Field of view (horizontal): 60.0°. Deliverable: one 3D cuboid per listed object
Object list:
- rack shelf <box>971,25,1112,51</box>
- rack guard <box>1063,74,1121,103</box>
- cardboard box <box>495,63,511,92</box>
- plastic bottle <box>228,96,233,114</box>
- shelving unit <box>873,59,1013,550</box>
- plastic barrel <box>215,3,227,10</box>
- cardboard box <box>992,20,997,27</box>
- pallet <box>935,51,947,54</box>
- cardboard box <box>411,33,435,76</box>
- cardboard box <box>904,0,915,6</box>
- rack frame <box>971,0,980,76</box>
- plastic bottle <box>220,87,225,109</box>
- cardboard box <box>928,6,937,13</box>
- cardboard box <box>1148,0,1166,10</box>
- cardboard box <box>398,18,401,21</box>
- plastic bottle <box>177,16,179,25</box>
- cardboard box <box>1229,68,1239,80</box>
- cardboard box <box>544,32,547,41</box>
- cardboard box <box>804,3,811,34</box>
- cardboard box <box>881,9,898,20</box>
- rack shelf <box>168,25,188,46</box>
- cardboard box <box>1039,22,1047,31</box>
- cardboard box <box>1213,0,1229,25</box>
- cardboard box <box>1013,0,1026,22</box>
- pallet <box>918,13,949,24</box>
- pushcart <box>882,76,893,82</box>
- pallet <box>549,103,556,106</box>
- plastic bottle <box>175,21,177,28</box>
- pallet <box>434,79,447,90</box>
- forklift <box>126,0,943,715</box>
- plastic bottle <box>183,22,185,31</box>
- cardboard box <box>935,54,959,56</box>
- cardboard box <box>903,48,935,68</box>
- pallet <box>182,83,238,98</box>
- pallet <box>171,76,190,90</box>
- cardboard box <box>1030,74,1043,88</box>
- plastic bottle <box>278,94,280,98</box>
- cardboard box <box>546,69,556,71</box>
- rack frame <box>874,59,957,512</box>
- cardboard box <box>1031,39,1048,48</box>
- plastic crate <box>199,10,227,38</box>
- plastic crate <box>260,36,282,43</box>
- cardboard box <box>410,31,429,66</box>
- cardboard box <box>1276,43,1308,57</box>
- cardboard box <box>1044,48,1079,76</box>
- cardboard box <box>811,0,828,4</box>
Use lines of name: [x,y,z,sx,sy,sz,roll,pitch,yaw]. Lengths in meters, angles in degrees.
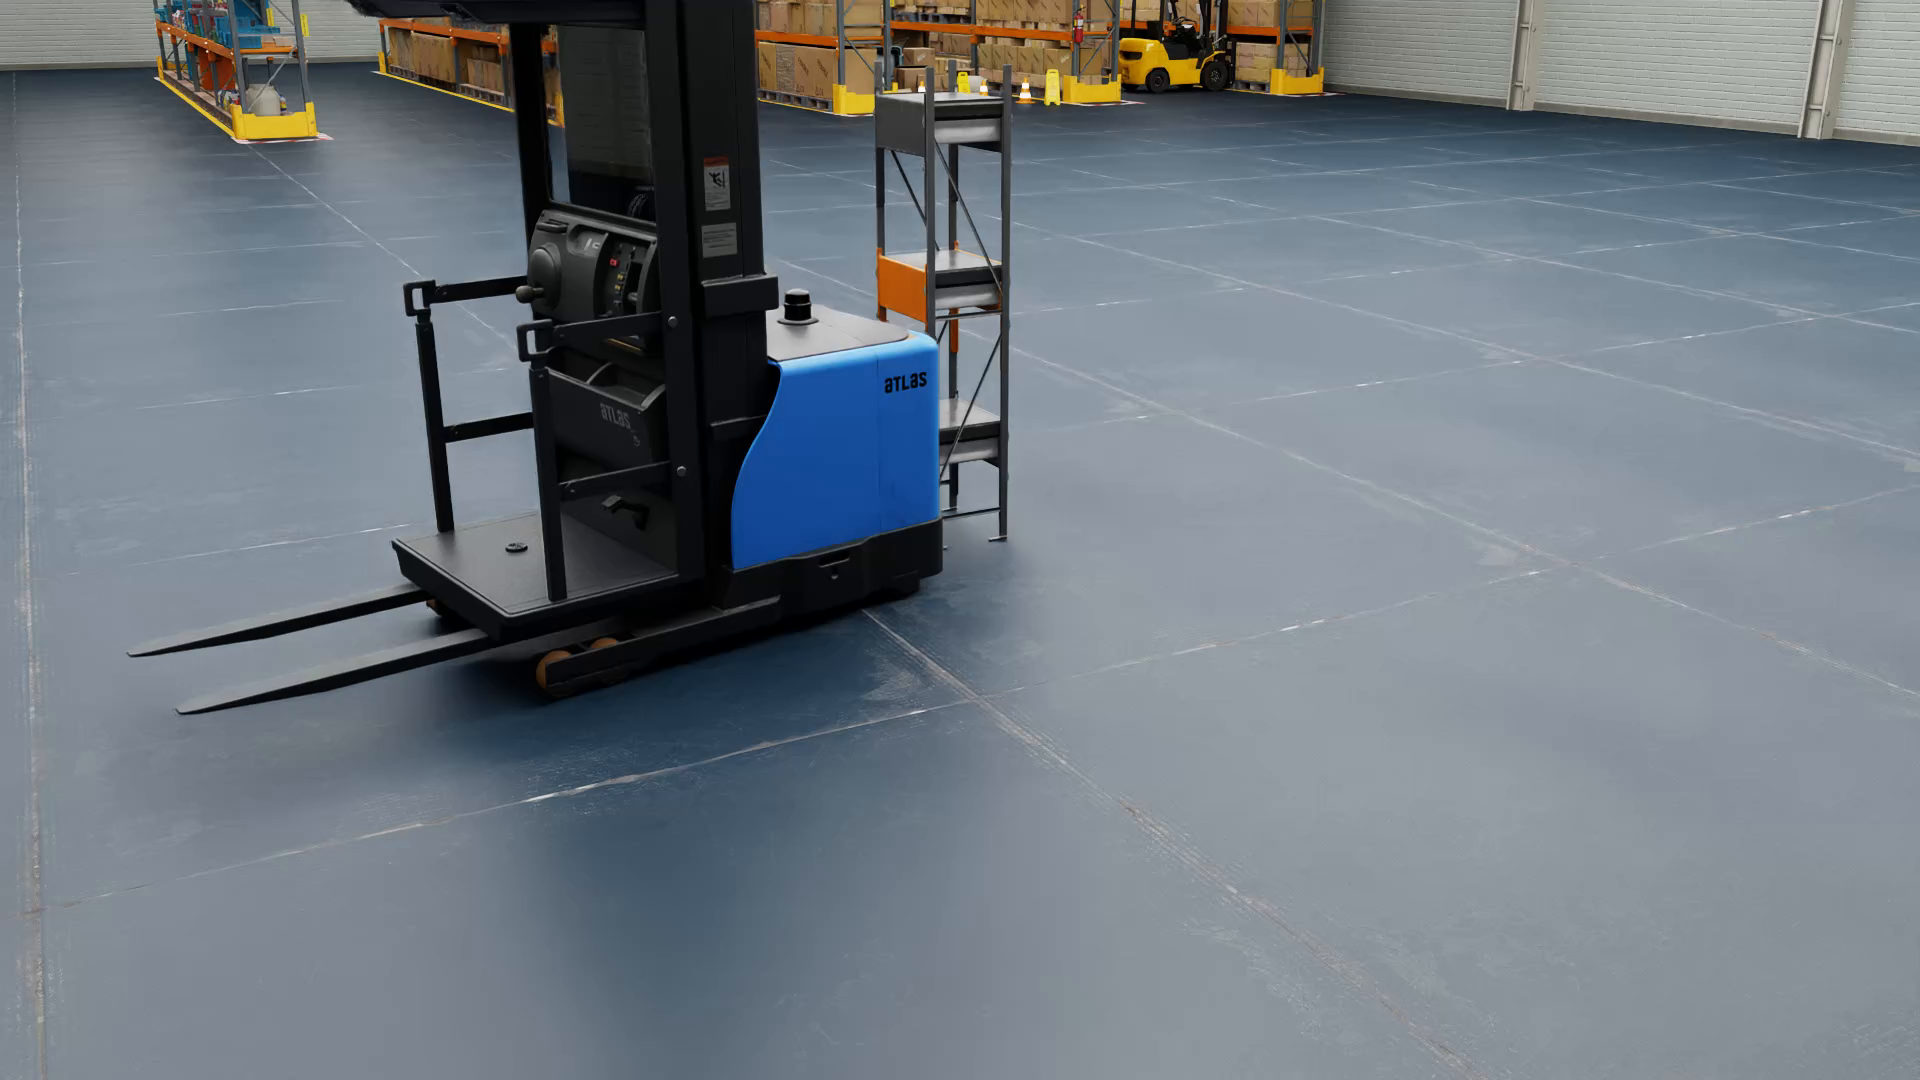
rack shelf: [1.653,-10.165,33.594,1.077,0.370,4.000,-10,21,-27]
rack guard: [2.566,-8.771,32.284,1.175,0.500,0.348,-10,21,-27]
cardboard box: [-8.501,-8.890,31.954,0.700,0.500,0.500,-10,21,-27]
plastic bottle: [-11.807,-7.043,26.933,0.061,0.283,0.133,-9,21,-25]
shelving unit: [-0.079,-1.040,7.427,0.431,2.100,0.503,-10,21,-27]
plastic barrel: [-13.790,-9.903,31.524,0.600,0.536,0.708,-10,21,-27]
cardboard box: [0.889,-10.684,34.381,0.380,0.149,0.250,-10,21,-27]
pallet: [-0.213,-13.725,47.084,1.003,0.211,1.213,-10,21,-27]
cardboard box: [-11.496,-10.854,37.102,1.225,0.875,0.875,-10,21,-26]
cardboard box: [-0.933,-12.300,37.426,0.500,0.500,0.500,-9,21,-24]
rack frame: [0.703,-11.079,35.141,1.000,3.000,0.127,-10,21,-27]
plastic bottle: [-12.359,-7.437,27.971,0.144,0.351,0.185,-9,21,-25]
cardboard box: [-0.481,-11.714,36.721,0.380,0.149,0.250,-9,21,-25]
cardboard box: [4.611,-12.116,37.608,0.500,0.250,0.500,-10,22,-28]
cardboard box: [-12.739,-12.054,38.351,0.380,0.149,0.250,-10,21,-26]
plastic bottle: [-15.711,-10.451,33.517,0.097,0.271,0.097,0,19,0]
cardboard box: [6.010,-9.975,35.511,0.500,0.250,0.500,-10,21,-26]
cardboard box: [-6.823,-8.537,28.158,0.380,0.149,0.250,-10,21,-27]
cardboard box: [-2.358,-9.640,30.741,0.875,0.550,0.550,-10,21,-27]
cardboard box: [-1.665,-12.262,38.797,0.500,0.250,0.500,-11,22,-29]
rack shelf: [-15.226,-10.159,33.578,1.077,0.370,4.000,-10,21,-27]
cardboard box: [1.767,-10.088,32.653,0.380,0.149,0.250,-10,21,-26]
cardboard box: [5.774,-11.289,35.595,0.500,0.500,0.500,-10,21,-26]
cardboard box: [1.410,-10.669,33.342,0.500,0.500,0.500,-10,21,-26]
pallet: [-0.220,-11.575,36.871,1.003,0.211,1.213,-10,21,-27]
pushcart: [-1.280,-9.472,34.503,0.936,0.377,1.648,16,25,39]
pallet: [-7.085,-7.688,29.588,1.003,0.211,1.213,-10,21,-27]
plastic bottle: [-16.041,-10.617,34.106,0.097,0.201,0.097,0,19,0]
pallet: [-10.801,-9.962,36.178,1.003,0.211,1.213,-10,21,-27]
forklift: [-1.535,-1.012,6.072,3.031,2.935,1.130,-15,24,-37]
plastic bottle: [-15.131,-10.067,32.513,0.097,0.201,0.097,0,19,0]
cardboard box: [-0.579,-10.809,37.744,0.950,0.372,0.625,-10,22,-28]
cardboard box: [-0.849,-9.971,34.601,0.500,0.500,0.500,-10,21,-27]
pallet: [-15.263,-9.177,33.902,1.003,0.211,1.213,-10,21,-27]
pallet: [-16.560,-9.960,36.173,1.003,0.211,1.213,-10,21,-27]
cardboard box: [1.743,-9.170,33.179,0.500,0.250,0.500,-10,21,-26]
plastic bottle: [-11.227,-7.214,27.448,0.097,0.271,0.097,0,19,0]
cardboard box: [-7.585,-8.277,30.208,0.500,0.500,0.500,-3,19,-9]
rack frame: [-0.194,-1.110,7.630,0.400,2.100,0.015,-10,21,-27]
cardboard box: [1.643,-9.848,33.000,0.380,0.149,0.250,-10,21,-26]
plastic crate: [-12.877,-8.899,28.724,0.402,0.464,0.583,-10,21,-27]
plastic crate: [-11.383,-8.225,27.275,0.530,0.136,0.437,-10,21,-27]
cardboard box: [-12.060,-11.237,38.211,0.875,0.875,0.875,-10,21,-27]
cardboard box: [6.907,-10.240,34.746,0.500,0.250,0.500,-10,22,-27]
cardboard box: [1.993,-9.374,32.620,0.500,0.500,0.500,-10,21,-26]
cardboard box: [-2.190,-9.973,30.048,0.875,0.550,0.550,-10,21,-27]
